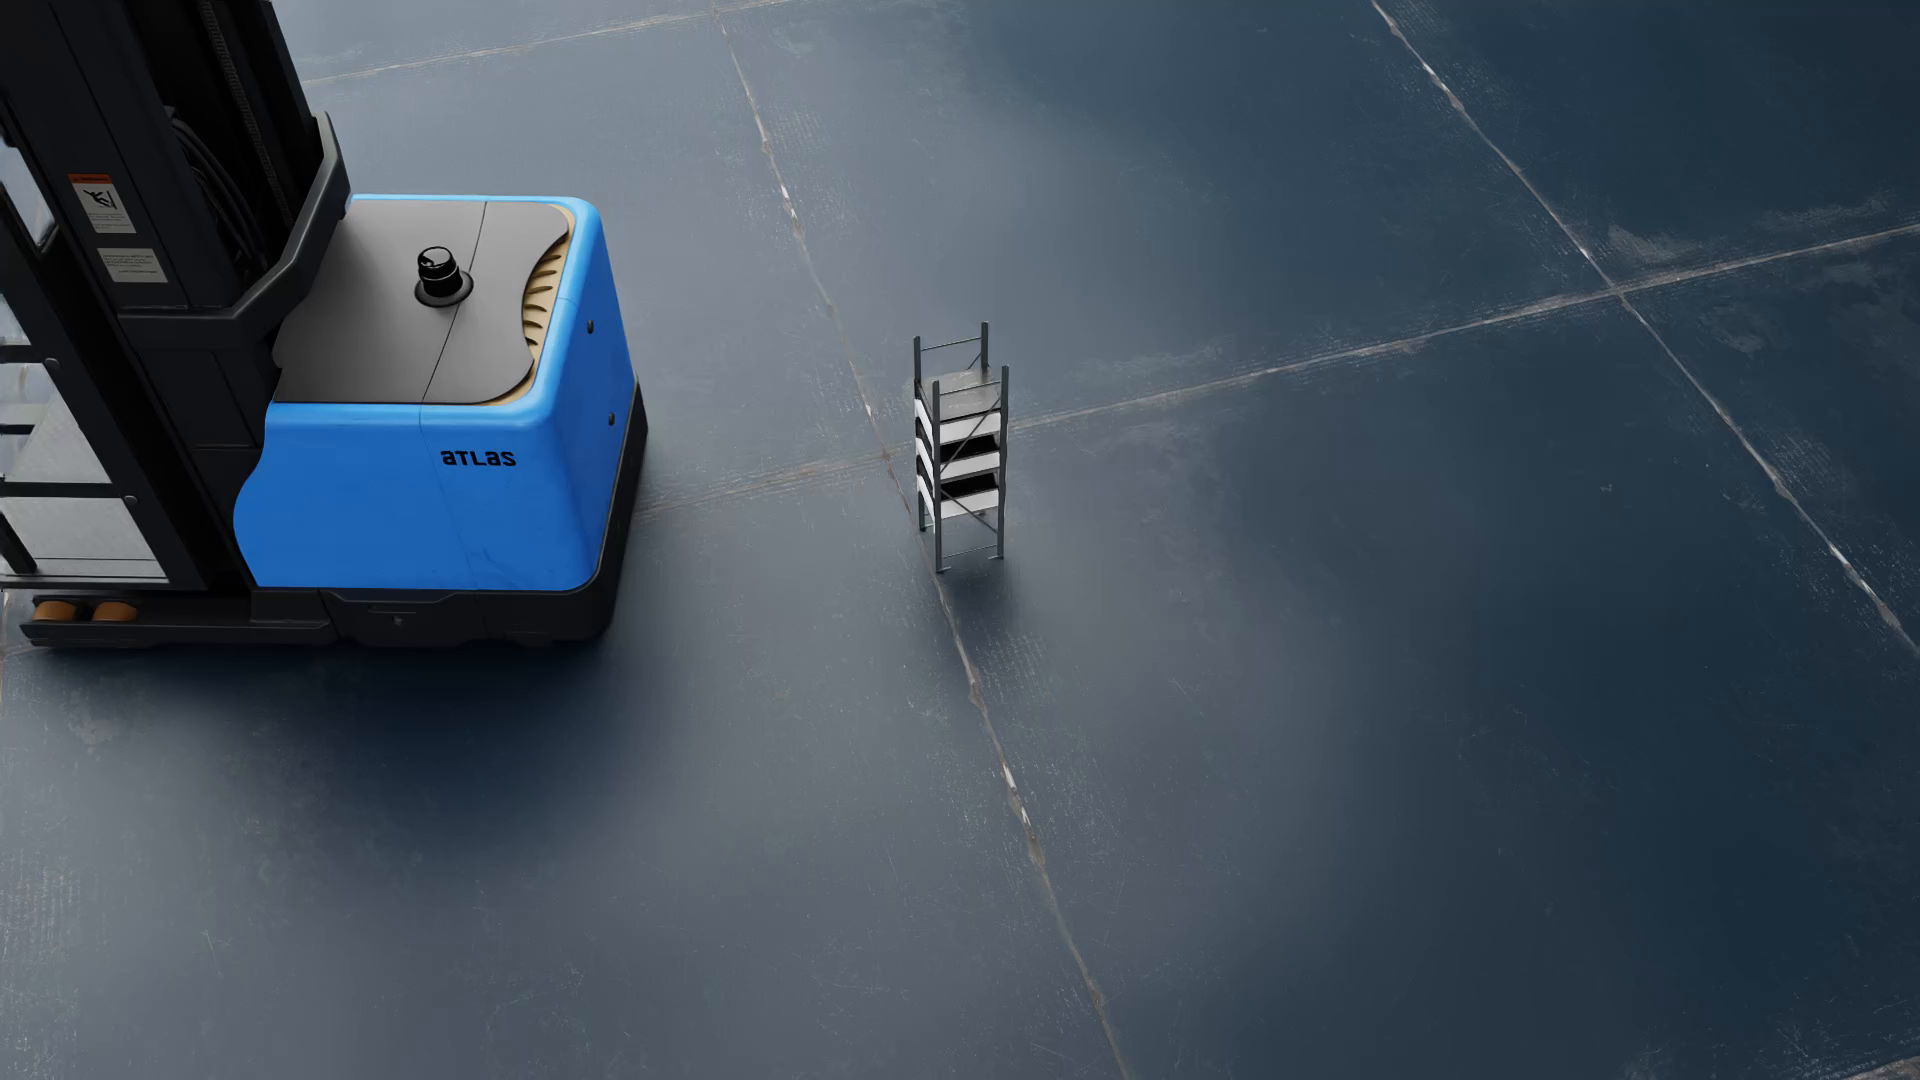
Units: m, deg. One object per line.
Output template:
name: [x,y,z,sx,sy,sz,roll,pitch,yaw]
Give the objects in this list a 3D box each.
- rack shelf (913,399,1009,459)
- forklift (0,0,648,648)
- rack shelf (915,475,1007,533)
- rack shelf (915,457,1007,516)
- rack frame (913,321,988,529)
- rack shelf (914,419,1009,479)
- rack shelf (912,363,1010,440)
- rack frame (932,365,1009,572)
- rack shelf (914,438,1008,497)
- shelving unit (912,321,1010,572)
rack shelf: [0.002,-0.379,5.289,0.258,0.077,0.200,-13,51,-11]
forklift: [-2.646,-0.995,4.672,3.031,2.935,1.130,1,50,1]
rack shelf: [0.002,-0.147,5.564,0.258,0.077,0.200,-13,51,-11]
rack shelf: [0.002,-0.205,5.495,0.258,0.077,0.200,-13,51,-11]
rack frame: [-0.028,-0.358,5.464,0.240,0.900,0.006,-13,51,-11]
rack shelf: [0.002,-0.321,5.358,0.258,0.077,0.200,-13,51,-11]
rack shelf: [0.002,-0.437,5.220,0.258,0.077,0.200,-13,51,-11]
rack frame: [0.032,-0.210,5.338,0.240,0.900,0.006,-13,51,-11]
rack shelf: [0.002,-0.263,5.426,0.258,0.077,0.200,-13,51,-11]
shelving unit: [0.002,-0.284,5.401,0.258,0.900,0.210,-13,51,-11]
